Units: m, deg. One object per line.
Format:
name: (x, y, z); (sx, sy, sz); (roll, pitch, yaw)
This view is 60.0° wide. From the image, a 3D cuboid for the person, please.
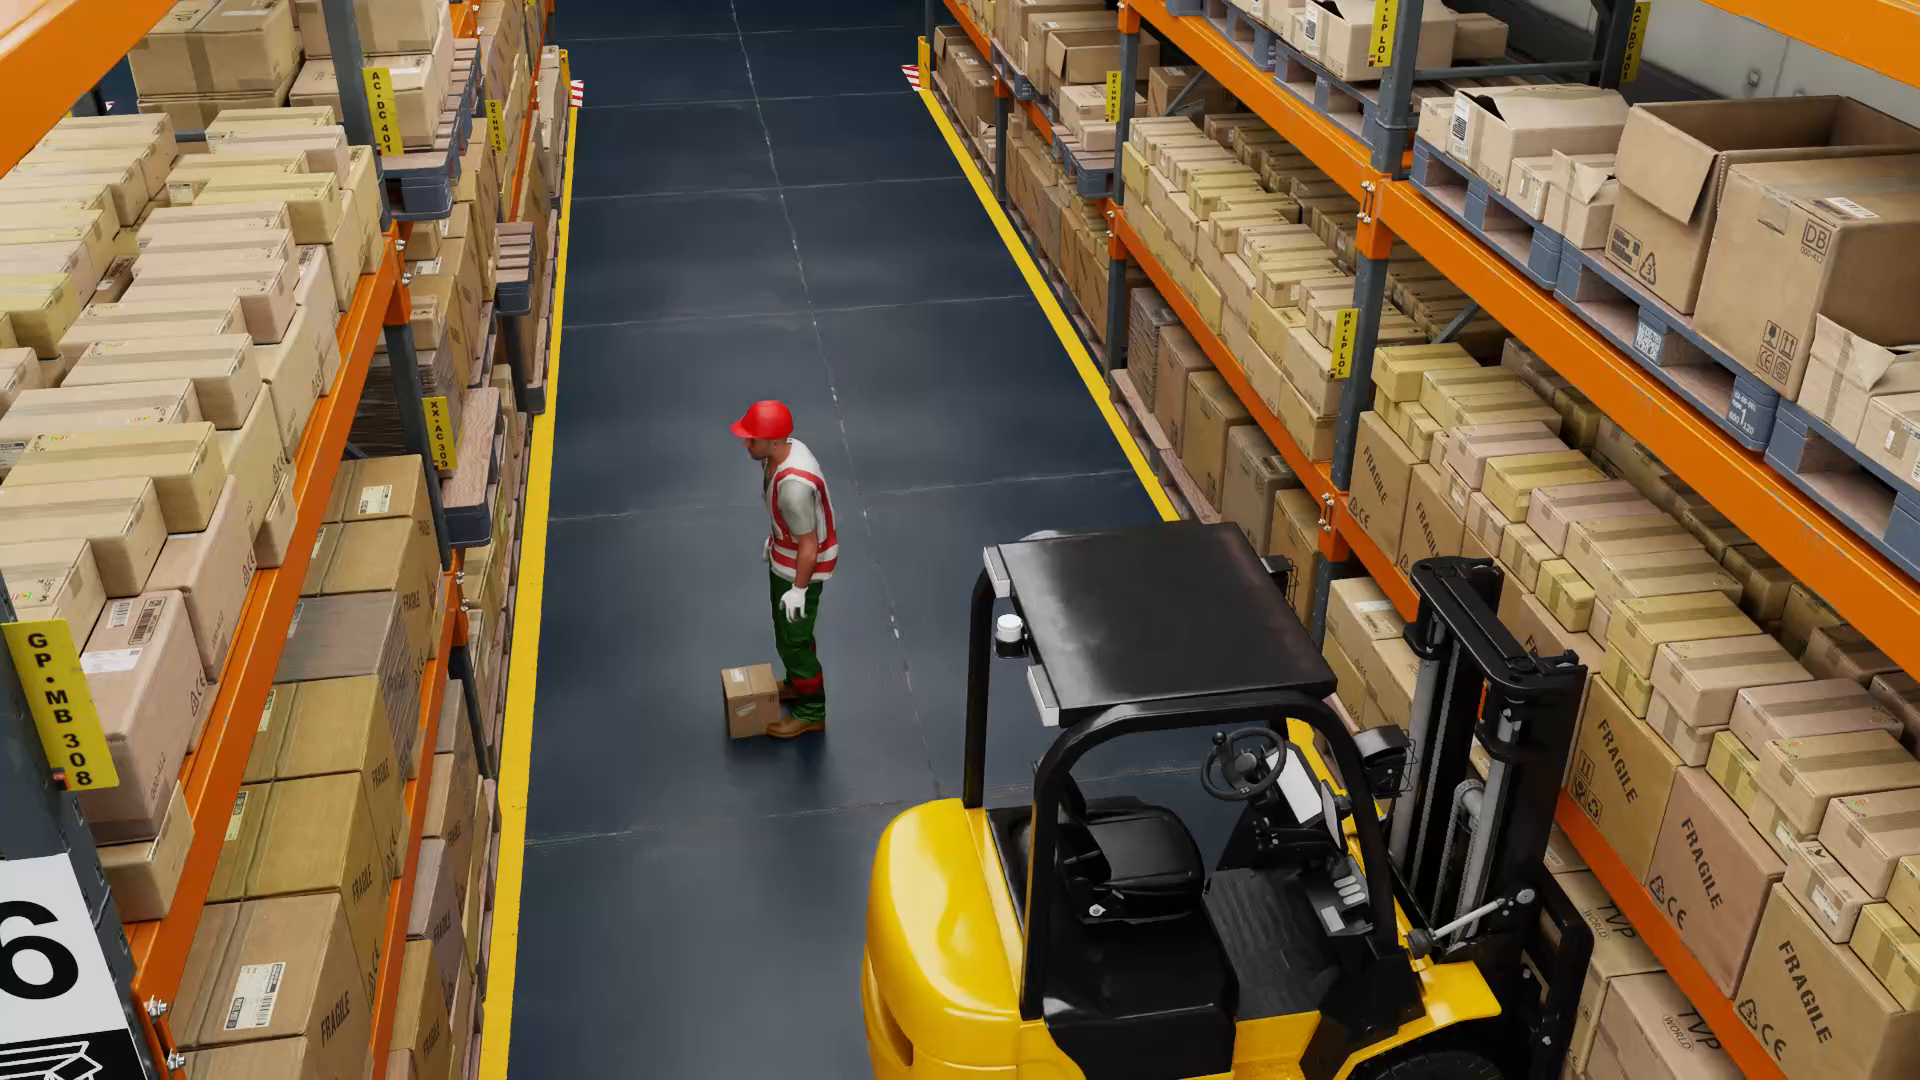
person: (-0.815, 0.127, 7.909); (0.453, 1.778, 0.615); (-7, 31, -12)
